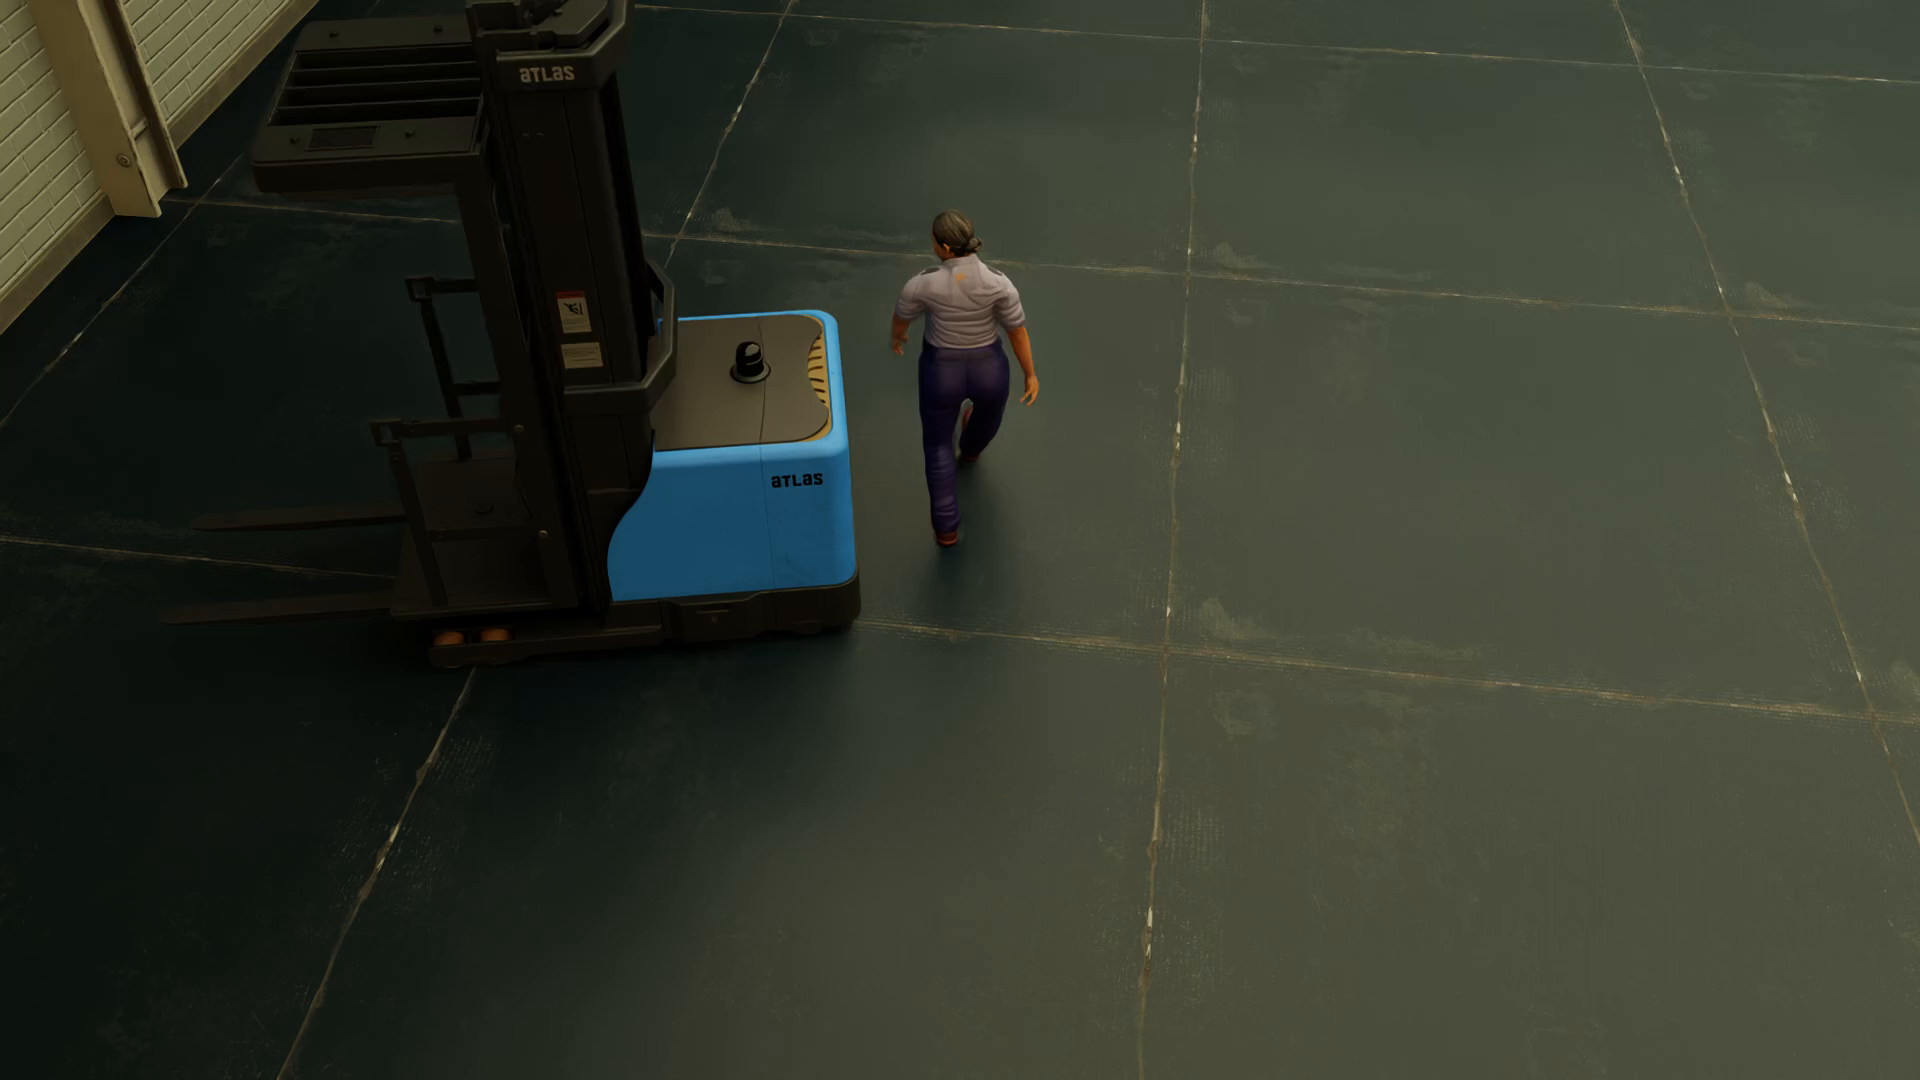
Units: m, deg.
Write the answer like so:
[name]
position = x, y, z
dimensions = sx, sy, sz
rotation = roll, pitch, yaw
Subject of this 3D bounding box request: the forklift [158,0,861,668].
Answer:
[forklift]
position = -1.996, -0.896, 6.700
dimensions = 3.031, 2.935, 1.130
rotation = -4, 43, -5

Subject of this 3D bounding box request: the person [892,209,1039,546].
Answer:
[person]
position = 0.018, -0.846, 7.634
dimensions = 0.647, 1.604, 0.875
rotation = -4, 43, -4
